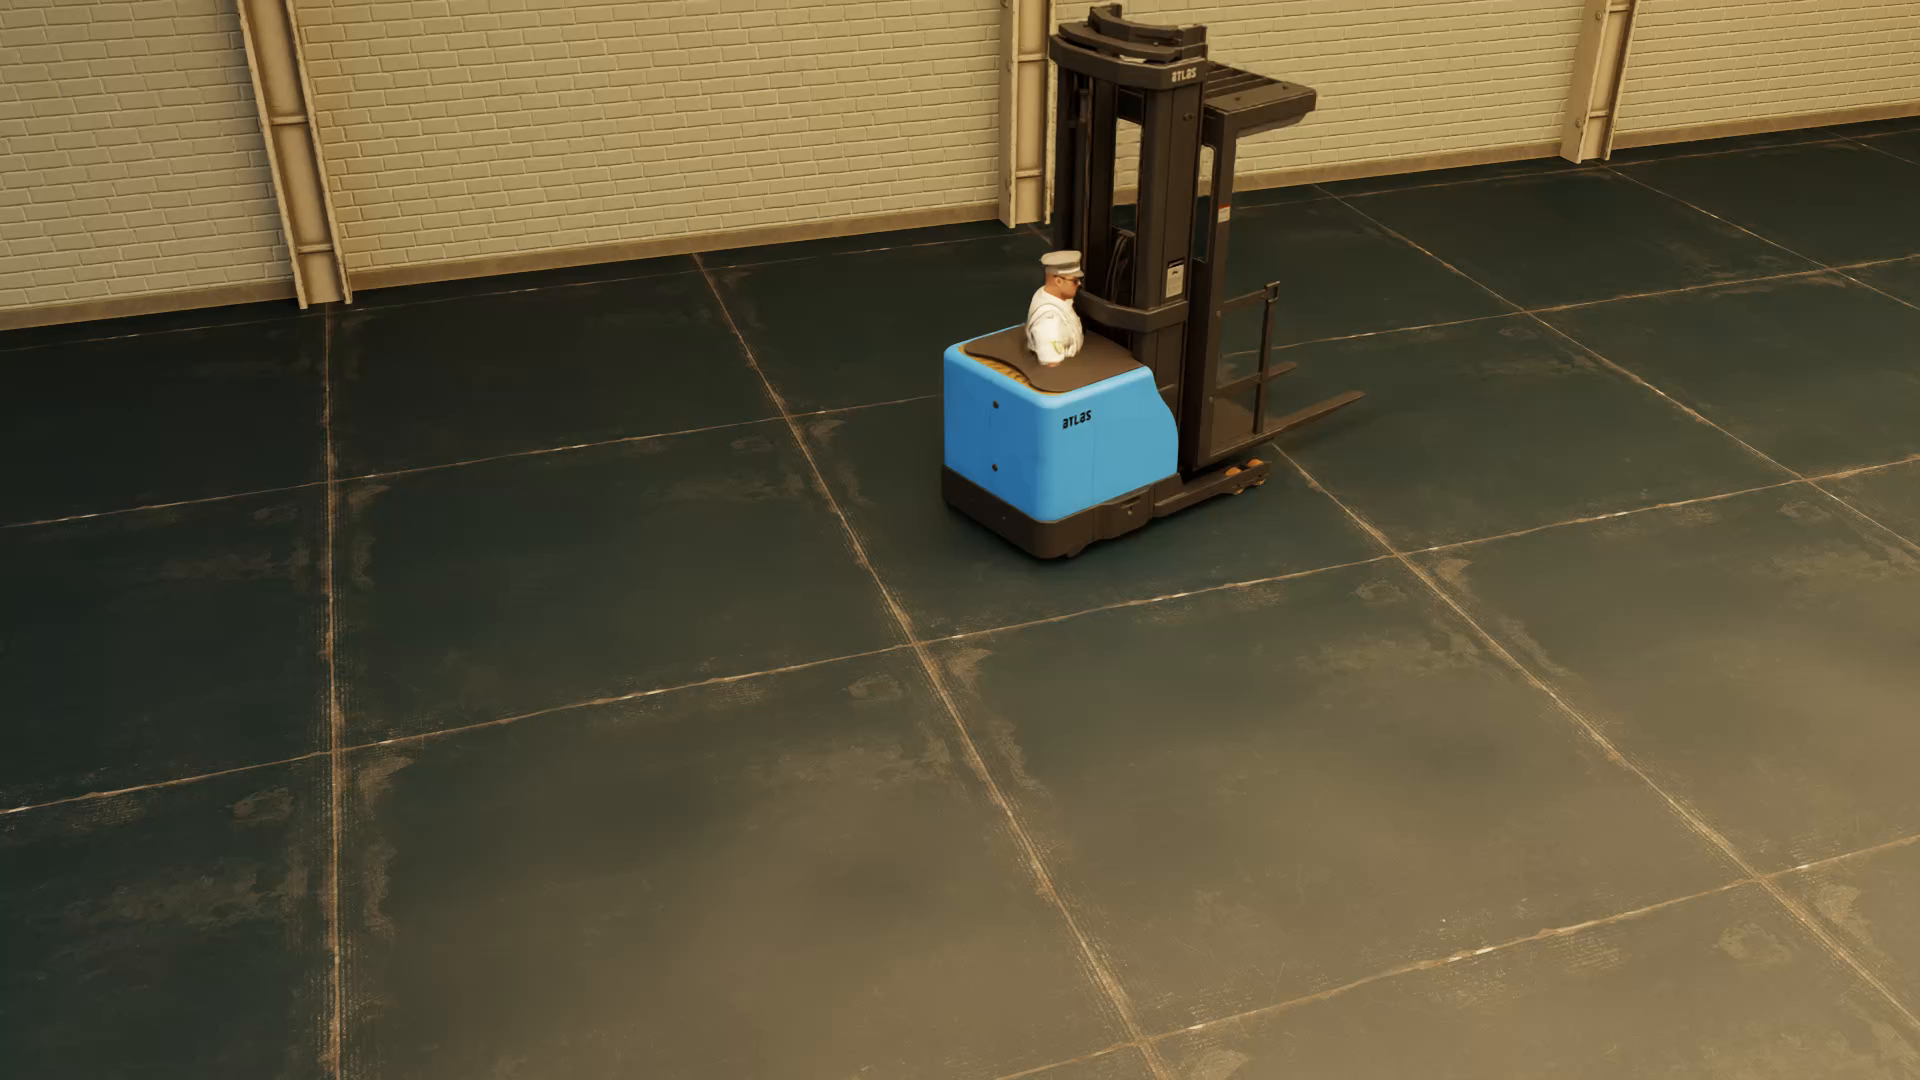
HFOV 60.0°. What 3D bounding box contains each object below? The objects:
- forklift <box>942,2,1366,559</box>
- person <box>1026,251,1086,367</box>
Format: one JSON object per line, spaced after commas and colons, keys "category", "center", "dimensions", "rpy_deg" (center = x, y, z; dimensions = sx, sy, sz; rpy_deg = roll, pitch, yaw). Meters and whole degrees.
{"category": "forklift", "center": [1.363, -1.746, 10.122], "dimensions": [3.031, 2.935, 1.130], "rpy_deg": [-21, 36, -32]}
{"category": "person", "center": [0.658, -0.921, 9.976], "dimensions": [0.544, 1.699, 0.774], "rpy_deg": [4, 30, 7]}
